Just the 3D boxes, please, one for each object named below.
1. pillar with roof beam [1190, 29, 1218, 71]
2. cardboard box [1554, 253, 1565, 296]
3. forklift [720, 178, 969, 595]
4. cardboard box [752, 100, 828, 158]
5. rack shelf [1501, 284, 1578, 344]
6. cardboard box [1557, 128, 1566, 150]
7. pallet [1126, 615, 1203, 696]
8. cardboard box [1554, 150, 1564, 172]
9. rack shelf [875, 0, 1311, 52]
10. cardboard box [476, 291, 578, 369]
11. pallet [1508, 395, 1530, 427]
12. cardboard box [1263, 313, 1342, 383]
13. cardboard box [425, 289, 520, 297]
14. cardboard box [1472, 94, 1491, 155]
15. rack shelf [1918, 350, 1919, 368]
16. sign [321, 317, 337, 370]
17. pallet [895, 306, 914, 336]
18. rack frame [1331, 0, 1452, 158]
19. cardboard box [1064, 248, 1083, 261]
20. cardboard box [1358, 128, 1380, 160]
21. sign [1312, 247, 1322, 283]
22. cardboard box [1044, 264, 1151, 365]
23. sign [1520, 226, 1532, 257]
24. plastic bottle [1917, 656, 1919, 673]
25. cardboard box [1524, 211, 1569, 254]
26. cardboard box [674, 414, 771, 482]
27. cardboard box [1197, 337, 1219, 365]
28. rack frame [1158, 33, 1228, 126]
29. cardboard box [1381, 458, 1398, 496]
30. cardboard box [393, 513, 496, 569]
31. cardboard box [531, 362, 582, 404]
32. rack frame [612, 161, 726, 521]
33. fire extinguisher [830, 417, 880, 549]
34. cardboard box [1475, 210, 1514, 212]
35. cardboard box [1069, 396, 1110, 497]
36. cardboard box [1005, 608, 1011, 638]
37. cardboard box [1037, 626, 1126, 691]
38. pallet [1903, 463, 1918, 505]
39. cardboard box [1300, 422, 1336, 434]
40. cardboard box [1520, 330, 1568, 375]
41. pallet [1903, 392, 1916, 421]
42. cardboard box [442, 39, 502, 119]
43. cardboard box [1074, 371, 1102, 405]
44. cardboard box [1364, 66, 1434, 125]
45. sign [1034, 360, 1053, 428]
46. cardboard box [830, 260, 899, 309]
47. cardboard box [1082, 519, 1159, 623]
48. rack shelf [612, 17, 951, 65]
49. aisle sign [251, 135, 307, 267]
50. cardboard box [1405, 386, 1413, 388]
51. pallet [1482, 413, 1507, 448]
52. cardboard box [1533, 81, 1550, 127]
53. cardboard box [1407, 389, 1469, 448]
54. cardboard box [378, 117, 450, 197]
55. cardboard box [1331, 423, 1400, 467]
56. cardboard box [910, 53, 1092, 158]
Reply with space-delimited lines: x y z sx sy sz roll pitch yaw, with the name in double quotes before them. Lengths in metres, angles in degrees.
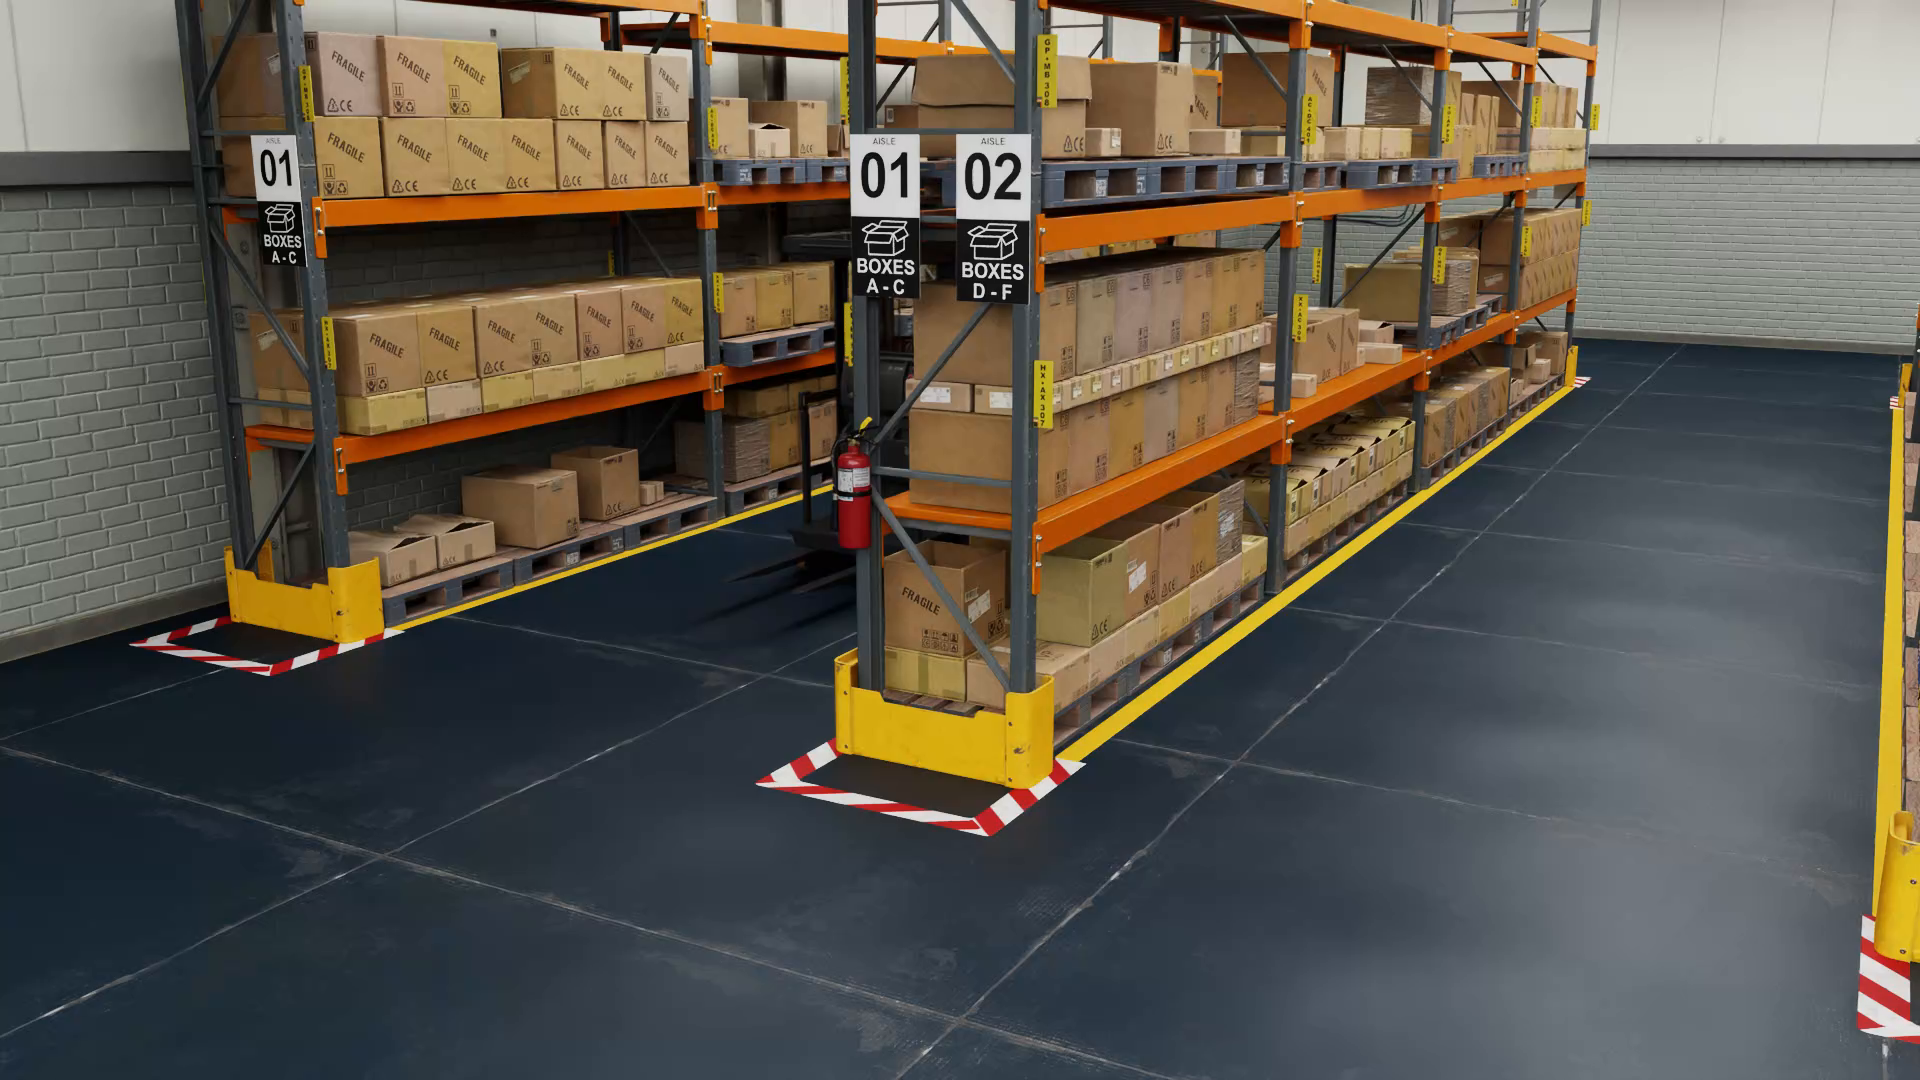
"pillar with roof beam" 7.633 -7.232 24.333 9.100 9.000 0.400 7 15 28
"cardboard box" 7.183 -3.309 20.644 0.500 0.500 0.500 8 15 28
"forklift" -0.588 -1.194 12.233 1.130 2.935 3.031 8 16 30
"cardboard box" -1.554 -3.757 15.207 0.500 0.500 0.500 7 15 26
"rack shelf" 6.688 -2.831 20.412 1.077 0.370 4.000 7 15 28
"cardboard box" 6.907 -4.777 19.802 0.500 0.250 0.500 7 15 28
"pallet" 0.844 0.636 10.445 1.003 0.211 1.213 7 15 28
"cardboard box" 6.900 -4.535 19.865 0.500 0.250 0.500 7 15 28
"rack shelf" 0.887 -3.091 9.544 1.077 0.370 4.000 7 15 28
"cardboard box" -3.182 -1.547 12.229 0.500 0.500 0.500 8 16 30
"pallet" 6.054 -1.556 19.537 1.003 0.211 1.213 7 15 28
"cardboard box" 2.736 -1.544 13.327 0.500 0.500 0.500 7 15 28
"cardboard box" -3.635 -1.603 12.461 0.500 0.500 0.500 8 16 29
"cardboard box" 5.110 -4.296 17.228 0.600 0.600 0.600 7 15 27
"rack shelf" 9.089 -1.449 14.677 1.077 0.370 4.000 7 15 28
"sign" -3.943 -1.229 10.382 0.100 0.325 0.005 7 15 28
"pallet" -0.802 -2.259 16.913 1.213 0.211 1.003 7 15 28
"rack frame" 3.787 -4.866 14.519 1.000 3.000 0.127 7 15 28
"cardboard box" 1.142 -3.305 19.952 0.500 0.500 0.500 8 15 28
"cardboard box" 3.093 -3.214 13.490 0.500 0.250 0.500 7 15 27
"sign" 3.308 -2.534 15.342 0.100 0.325 0.005 7 15 28
"cardboard box" 0.675 -1.305 9.566 0.700 0.500 0.500 7 15 28
"sign" 6.209 -3.271 18.232 0.100 0.325 0.005 7 15 28
"plastic bottle" 5.518 0.628 9.401 0.152 0.276 0.135 8 16 30
"cardboard box" 7.190 -3.793 20.519 0.500 0.500 0.500 8 16 30
"cardboard box" -2.143 -0.841 15.018 0.700 0.500 0.500 8 16 30
"cardboard box" 1.416 -1.205 10.533 0.380 0.149 0.250 7 15 28
"rack frame" 3.317 -7.068 23.652 1.000 3.000 0.127 7 15 28
"cardboard box" 3.500 -0.576 14.492 0.500 0.250 0.500 7 15 27
"cardboard box" -3.729 -0.025 12.034 0.500 0.311 0.500 9 16 33
"cardboard box" -3.168 -1.186 12.328 0.500 0.250 0.500 8 15 29
"rack frame" -2.484 -1.690 14.143 1.000 3.000 0.127 7 15 28
"fire extinguisher" -0.544 -0.299 8.541 0.296 0.674 0.183 7 15 28
"cardboard box" 6.717 -3.855 20.775 0.500 0.500 0.500 8 16 29
"cardboard box" 0.407 -0.560 9.242 0.700 0.500 0.500 8 16 29
"cardboard box" 0.152 0.576 9.713 0.500 0.250 0.500 7 15 28
"cardboard box" 0.612 0.636 9.466 0.500 0.250 0.500 7 15 28
"pallet" 9.057 -0.448 14.942 1.003 0.211 1.213 7 15 28
"cardboard box" 3.031 -0.907 14.670 0.500 0.311 0.500 7 15 27
"cardboard box" 7.608 -2.451 21.693 0.500 0.500 0.500 7 15 28
"pallet" 11.556 -1.509 19.342 1.003 0.211 1.213 7 15 28
"cardboard box" -3.495 -3.127 11.314 0.500 0.500 0.500 8 16 30
"cardboard box" 0.545 -0.834 8.996 0.380 0.149 0.250 7 15 28
"cardboard box" 4.004 -4.032 15.110 0.500 0.500 0.500 7 15 28
"sign" 0.403 -0.704 8.037 0.100 0.325 0.005 7 15 28
"cardboard box" -1.016 -2.558 16.590 0.700 0.500 0.500 6 15 23
"cardboard box" 0.844 0.168 9.809 0.500 0.500 0.500 7 15 28
"rack shelf" -1.518 -4.472 15.273 1.077 0.370 4.000 7 15 28
"aisle sign" -4.190 -2.084 10.232 0.394 0.787 0.004 7 15 28
"cardboard box" 4.533 -1.382 17.259 0.500 0.500 0.500 7 15 26
"pallet" 5.361 -1.244 18.243 1.003 0.211 1.213 7 15 28
"cardboard box" 6.289 -4.954 18.936 0.700 0.500 0.500 7 15 28
"cardboard box" 4.753 -1.220 16.589 0.500 0.500 0.500 7 15 27
"cardboard box" -3.747 -2.532 10.980 0.500 0.500 0.500 9 16 32
"cardboard box" 3.504 -0.847 14.422 0.500 0.311 0.500 7 15 27
"cardboard box" 0.202 -2.207 8.472 0.797 0.503 0.637 9 16 32
